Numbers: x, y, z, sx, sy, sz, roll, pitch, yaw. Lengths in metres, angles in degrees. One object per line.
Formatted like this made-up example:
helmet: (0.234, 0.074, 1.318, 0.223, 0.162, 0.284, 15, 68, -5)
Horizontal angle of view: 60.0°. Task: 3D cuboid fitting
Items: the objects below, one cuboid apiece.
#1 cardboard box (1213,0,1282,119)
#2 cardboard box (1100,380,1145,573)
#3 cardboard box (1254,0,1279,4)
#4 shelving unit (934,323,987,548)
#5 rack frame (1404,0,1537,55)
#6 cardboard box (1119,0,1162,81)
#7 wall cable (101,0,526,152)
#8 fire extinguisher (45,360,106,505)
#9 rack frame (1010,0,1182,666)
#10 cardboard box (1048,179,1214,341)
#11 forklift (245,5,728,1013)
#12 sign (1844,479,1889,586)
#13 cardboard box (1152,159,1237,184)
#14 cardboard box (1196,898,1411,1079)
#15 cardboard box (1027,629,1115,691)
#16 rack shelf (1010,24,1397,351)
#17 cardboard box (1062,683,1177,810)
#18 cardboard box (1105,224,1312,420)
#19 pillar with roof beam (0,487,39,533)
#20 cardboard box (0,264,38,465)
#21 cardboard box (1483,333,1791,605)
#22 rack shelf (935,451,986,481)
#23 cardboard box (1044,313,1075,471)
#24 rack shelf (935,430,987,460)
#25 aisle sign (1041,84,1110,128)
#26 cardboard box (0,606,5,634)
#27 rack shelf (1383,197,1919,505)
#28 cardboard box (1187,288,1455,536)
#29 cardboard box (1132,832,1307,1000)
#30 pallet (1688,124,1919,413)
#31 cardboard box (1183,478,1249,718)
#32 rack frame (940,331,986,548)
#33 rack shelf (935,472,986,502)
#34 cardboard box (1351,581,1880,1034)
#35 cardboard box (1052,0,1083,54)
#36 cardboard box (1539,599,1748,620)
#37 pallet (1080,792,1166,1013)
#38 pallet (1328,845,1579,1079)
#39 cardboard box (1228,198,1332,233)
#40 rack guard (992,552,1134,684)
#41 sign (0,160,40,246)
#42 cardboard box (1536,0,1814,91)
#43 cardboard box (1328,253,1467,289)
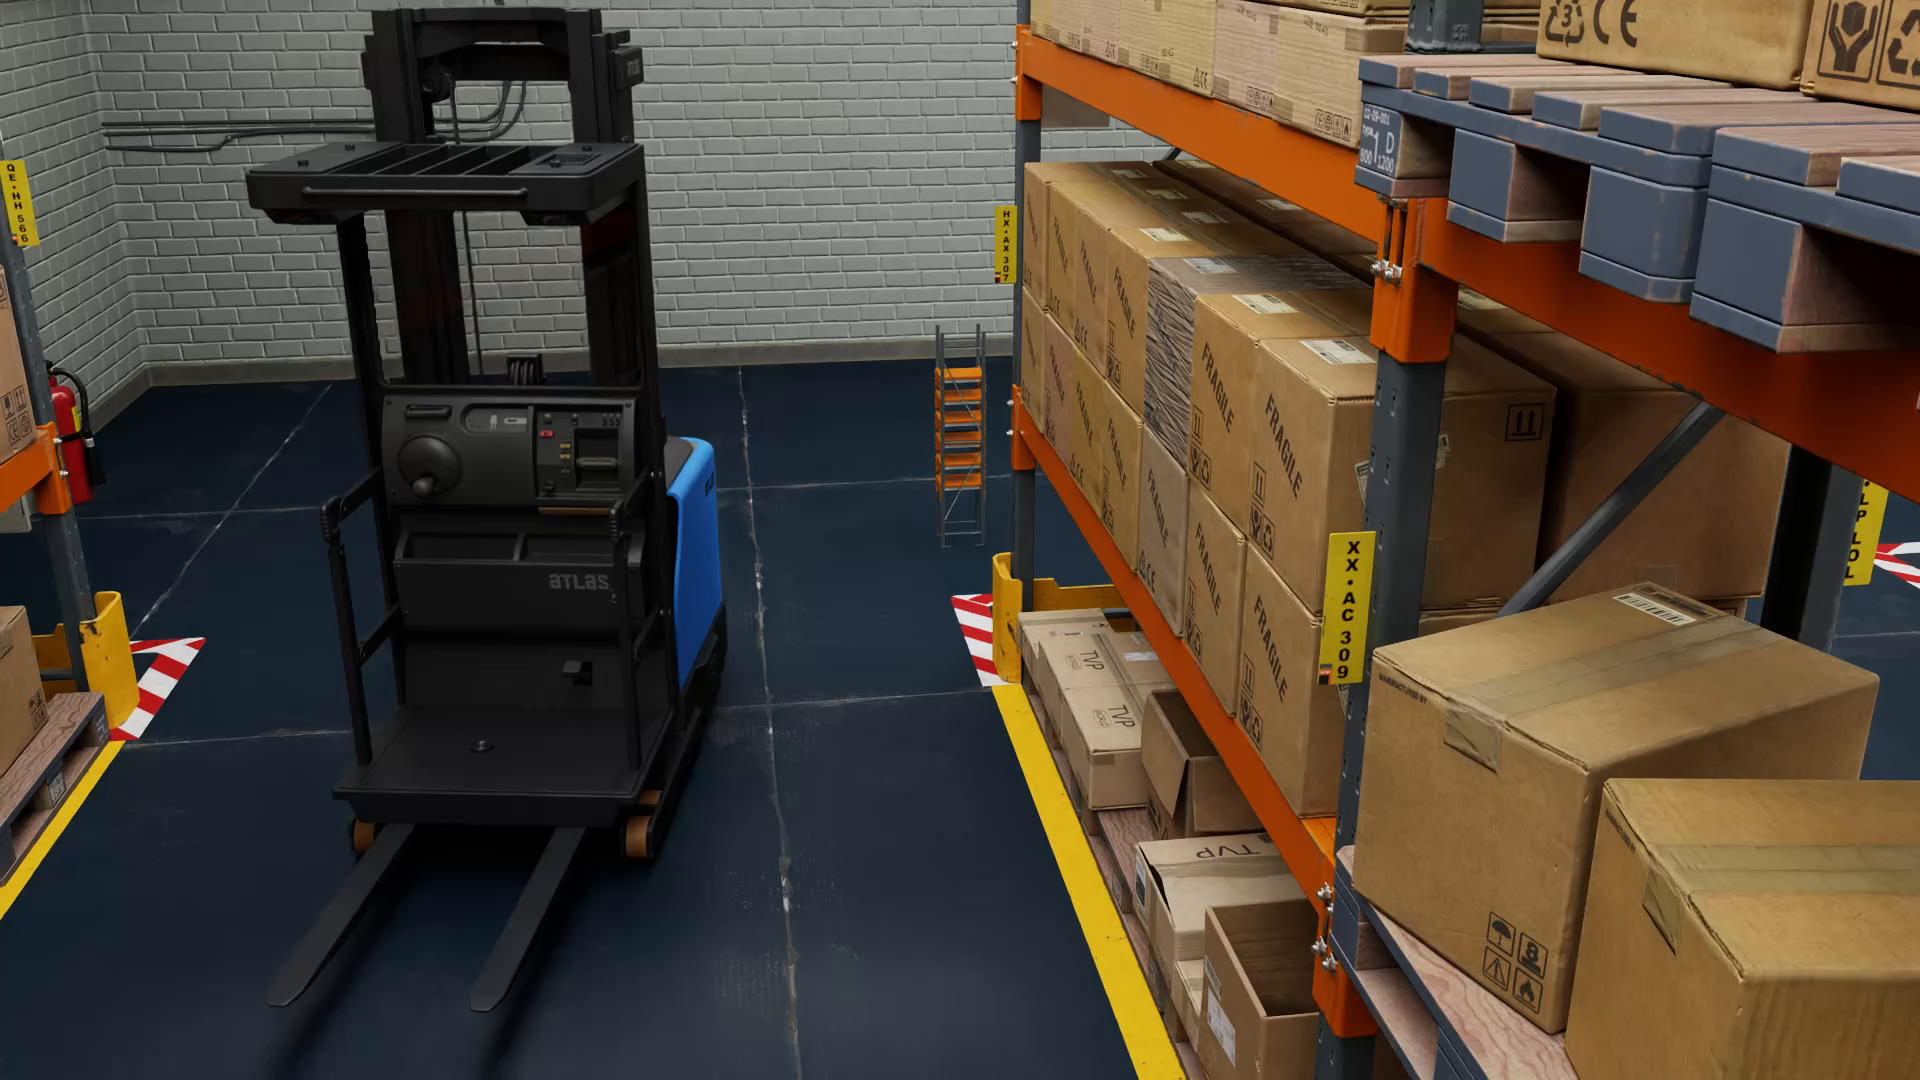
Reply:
cardboard box: (0.916, -1.150, 3.934, 0.500, 0.250, 0.500, -3, 21, -8)
cardboard box: (0.757, -0.226, 5.390, 0.500, 0.500, 0.500, -3, 21, -7)
cardboard box: (0.903, -1.383, 3.845, 0.500, 0.250, 0.500, -3, 21, -8)
shelving unit: (0.002, -0.557, 8.993, 0.258, 1.200, 0.189, -3, 21, -8)
rack frame: (1.311, -2.297, 2.504, 1.000, 3.000, 0.127, -3, 21, -8)
cardboard box: (0.768, -1.496, 4.861, 0.500, 0.250, 0.500, -3, 21, -8)
wall cable: (-4.629, -3.952, 11.374, 3.097, 2.526, 0.112, -3, 21, -8)
fire extinguisher: (-3.732, -0.485, 6.870, 0.296, 0.674, 0.183, -3, 21, -8)
rack frame: (0.734, -0.871, 7.261, 1.000, 3.000, 0.127, -3, 21, -8)
cardboard box: (0.620, -1.039, 6.138, 0.500, 0.500, 0.500, -3, 21, -7)
forklift: (-1.652, -0.316, 5.874, 1.130, 2.935, 3.031, 1, 20, 2)
sign: (1.859, -0.058, 3.429, 0.100, 0.325, 0.005, -3, 21, -8)
cardboard box: (1.070, -1.246, 6.693, 0.500, 0.500, 0.500, -3, 21, -8)
cardboard box: (0.948, 1.296, 4.404, 0.500, 0.500, 0.500, -3, 21, -8)
cardboard box: (0.490, 0.499, 7.014, 0.380, 0.166, 0.250, -3, 21, -8)
rack shelf: (1.022, -1.247, 5.008, 1.077, 0.370, 4.000, -3, 21, -8)
cardboard box: (0.676, 0.760, 6.196, 0.500, 0.250, 0.500, -3, 21, -8)
cardboard box: (0.761, -0.689, 5.203, 0.500, 0.500, 0.500, -3, 21, -8)
pillar with roof beam: (-1.152, -4.539, 8.507, 9.100, 9.000, 0.400, -3, 21, -8)
cardboard box: (-4.084, -0.584, 6.065, 0.980, 0.700, 0.700, -2, 21, -5)
cardboard box: (1.521, -0.179, 3.836, 0.500, 0.500, 0.500, -2, 21, -6)
rack shelf: (0.002, -0.403, 9.050, 0.258, 0.103, 0.180, -3, 21, -8)
cardboard box: (0.617, -0.573, 6.319, 0.500, 0.500, 0.500, -3, 21, -8)
rack shelf: (0.002, -0.515, 9.008, 0.258, 0.103, 0.180, -3, 21, -8)
aisle sign: (0.434, -2.098, 6.830, 0.394, 0.787, 0.004, -3, 21, -8)
cardboard box: (-3.769, 0.323, 6.109, 0.380, 0.149, 0.250, -3, 21, -8)
rack shelf: (1.599, 0.138, 1.300, 1.077, 0.370, 4.000, -3, 21, -8)
cardboard box: (0.905, -0.341, 4.269, 0.500, 0.500, 0.500, -3, 21, -9)
cardboard box: (0.840, 1.125, 5.132, 0.500, 0.311, 0.500, -3, 21, -8)
pallet: (1.488, -0.215, 1.486, 1.213, 0.211, 1.003, -3, 21, -8)
cardboard box: (0.909, 0.128, 4.442, 0.500, 0.500, 0.500, -2, 21, -6)
rack frame: (0.015, -0.525, 8.908, 0.240, 1.200, 0.006, -3, 21, -8)
rack shelf: (0.002, -0.291, 9.092, 0.258, 0.103, 0.180, -3, 21, -8)
cardboard box: (1.158, 0.446, 2.993, 0.700, 0.500, 0.500, -10, 23, -26)
cardboard box: (0.616, -1.842, 5.787, 0.500, 0.250, 0.500, -3, 21, -8)
cardboard box: (1.507, 0.277, 4.045, 0.500, 0.500, 0.500, -2, 21, -6)
pallet: (1.034, 1.159, 5.811, 1.003, 0.211, 1.213, -3, 21, -8)
pallet: (1.318, 0.886, 2.831, 1.003, 0.211, 1.213, -3, 21, -8)
cardboard box: (1.223, -0.892, 5.745, 0.500, 0.500, 0.500, -2, 21, -6)
rack guard: (0.745, 0.326, 7.628, 1.175, 0.500, 0.348, -3, 21, -8)
sign: (-3.628, -1.296, 6.405, 0.100, 0.325, 0.005, -3, 21, -8)
cardboard box: (1.310, -1.004, 2.443, 0.600, 0.600, 0.600, -5, 21, -13)
cardboard box: (1.373, -0.535, 4.790, 0.500, 0.500, 0.500, -4, 21, -9)
